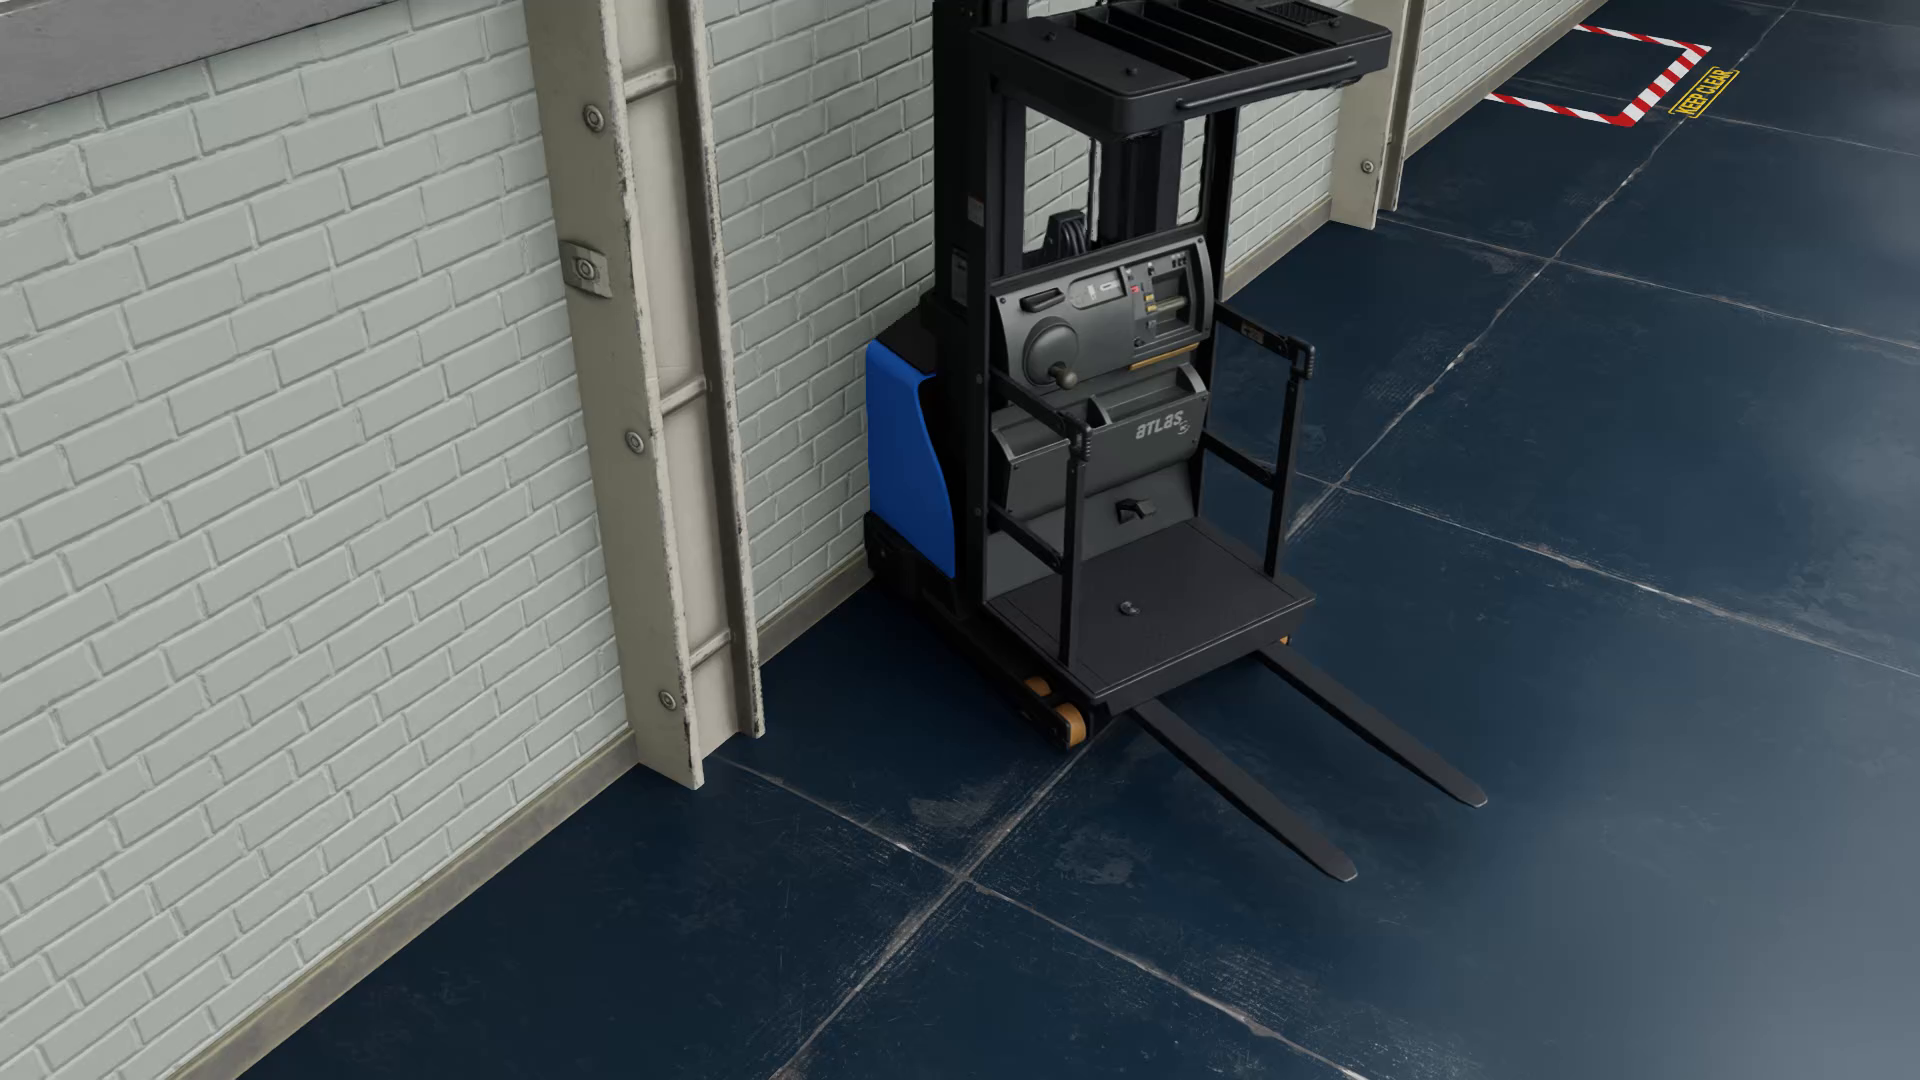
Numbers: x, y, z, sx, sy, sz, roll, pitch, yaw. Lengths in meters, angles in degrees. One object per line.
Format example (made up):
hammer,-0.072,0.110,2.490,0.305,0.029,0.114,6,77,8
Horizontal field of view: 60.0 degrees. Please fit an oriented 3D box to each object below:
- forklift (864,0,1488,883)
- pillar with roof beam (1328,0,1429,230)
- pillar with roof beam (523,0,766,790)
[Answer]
forklift,0.644,-0.754,5.749,1.130,2.935,3.031,-21,39,-28
pillar with roof beam,5.998,-4.360,5.664,9.100,9.000,0.400,21,39,28
pillar with roof beam,2.577,-1.599,1.581,9.100,9.000,0.400,21,39,28
